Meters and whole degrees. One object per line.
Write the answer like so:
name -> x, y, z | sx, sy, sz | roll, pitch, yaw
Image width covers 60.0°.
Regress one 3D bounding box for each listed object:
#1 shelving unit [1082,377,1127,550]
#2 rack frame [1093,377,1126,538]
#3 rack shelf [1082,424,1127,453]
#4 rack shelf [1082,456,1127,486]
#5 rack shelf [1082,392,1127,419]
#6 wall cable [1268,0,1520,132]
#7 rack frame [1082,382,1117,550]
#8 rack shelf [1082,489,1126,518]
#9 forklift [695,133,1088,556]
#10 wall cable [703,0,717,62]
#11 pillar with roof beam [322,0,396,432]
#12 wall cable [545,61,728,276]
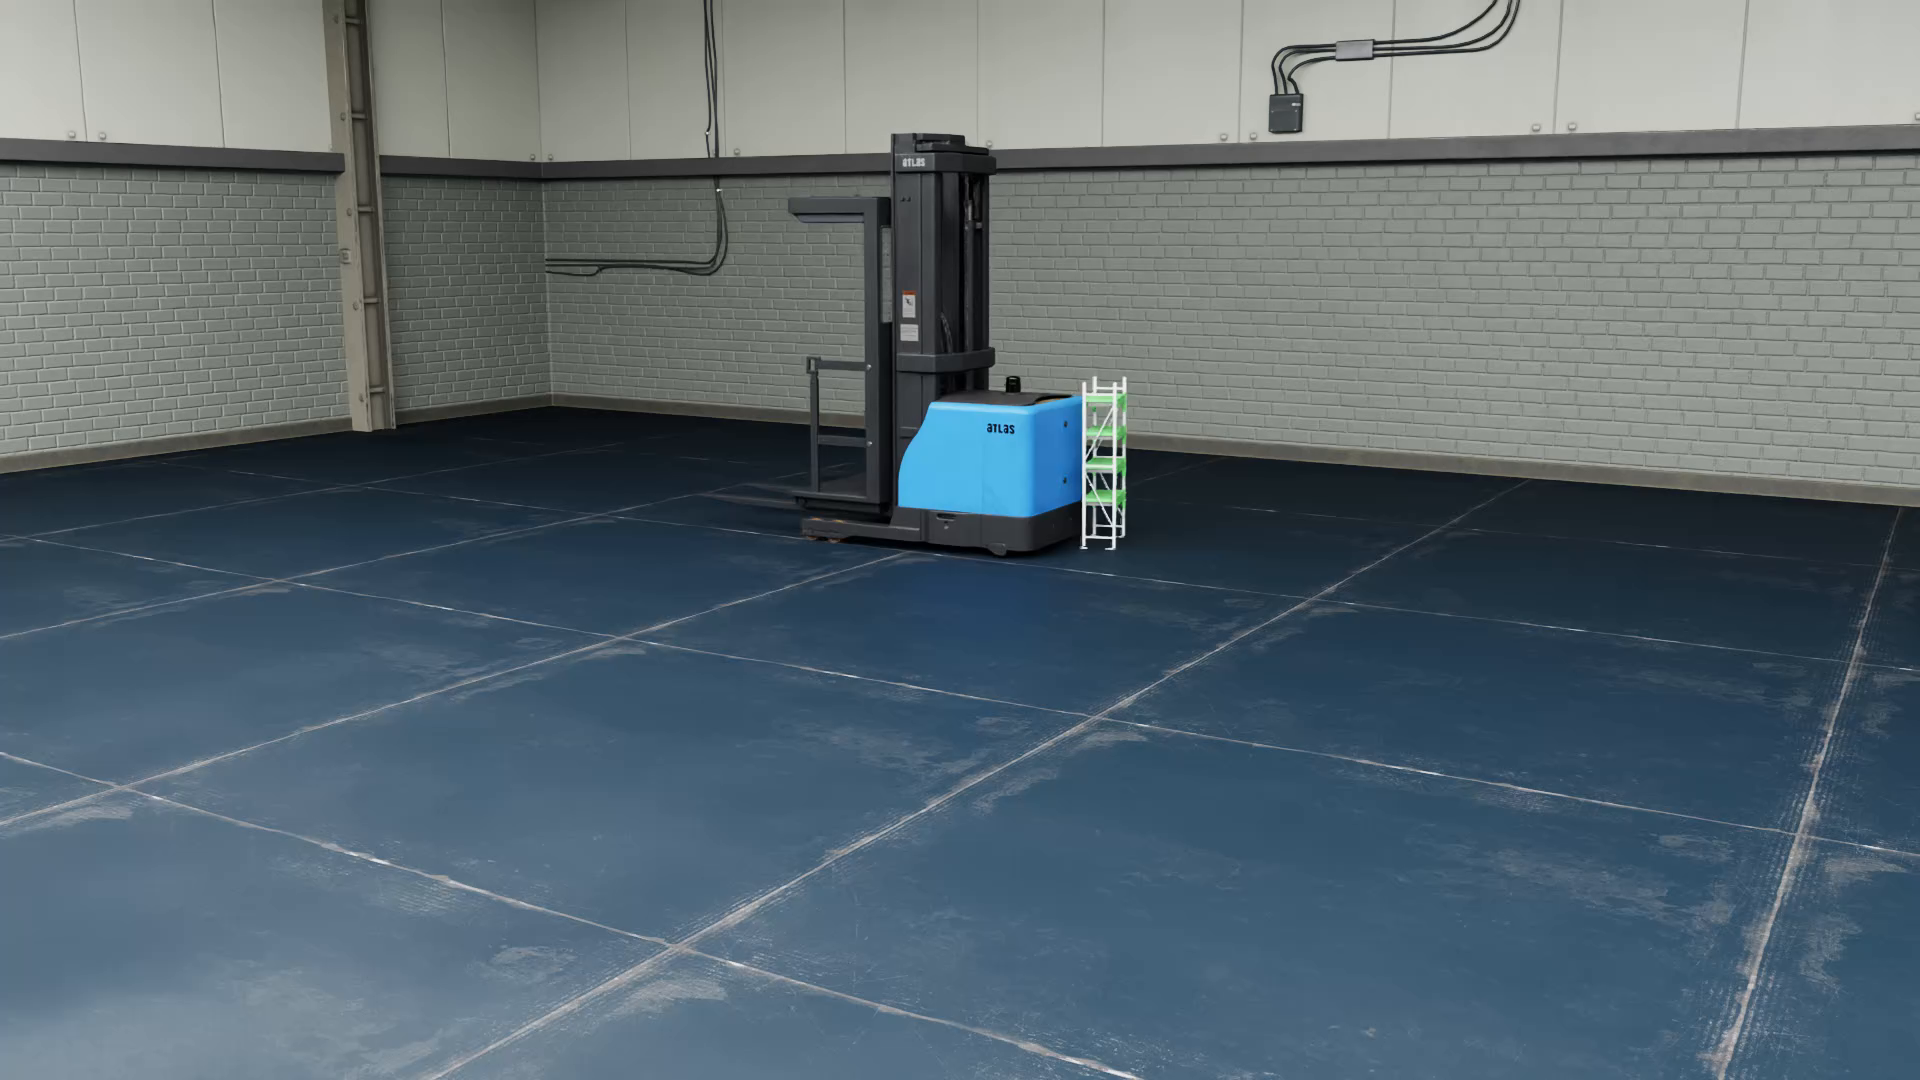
shelving unit -> 1.055, -0.570, 12.144 | 0.258, 1.200, 0.503 | 2, 11, 13
rack frame -> 1.112, -0.614, 12.377 | 0.240, 1.200, 0.015 | 2, 11, 13
rack shelf -> 1.053, -0.743, 12.112 | 0.258, 0.148, 0.480 | 2, 11, 13
rack shelf -> 1.056, -0.507, 12.155 | 0.258, 0.148, 0.480 | 2, 11, 13
rack shelf -> 1.051, -0.979, 12.068 | 0.258, 0.148, 0.480 | 2, 11, 13
wall cable -> 3.993, -6.803, 15.010 | 2.305, 6.003, 0.169 | 6, 12, 31
rack frame -> 0.998, -0.526, 11.911 | 0.240, 1.200, 0.015 | 2, 11, 13
rack shelf -> 1.059, -0.271, 12.199 | 0.258, 0.148, 0.480 | 2, 11, 13
forklift -> -0.596, -1.501, 12.421 | 3.031, 2.935, 1.130 | 6, 12, 28
wall cable -> -1.801, -6.738, 18.621 | 3.097, 2.526, 0.112 | 6, 12, 31
pillar with roof beam -> -3.093, -5.292, 16.184 | 9.100, 9.000, 0.400 | 6, 12, 31
wall cable -> -4.113, -4.514, 20.466 | 3.097, 2.526, 0.112 | 6, 12, 31
